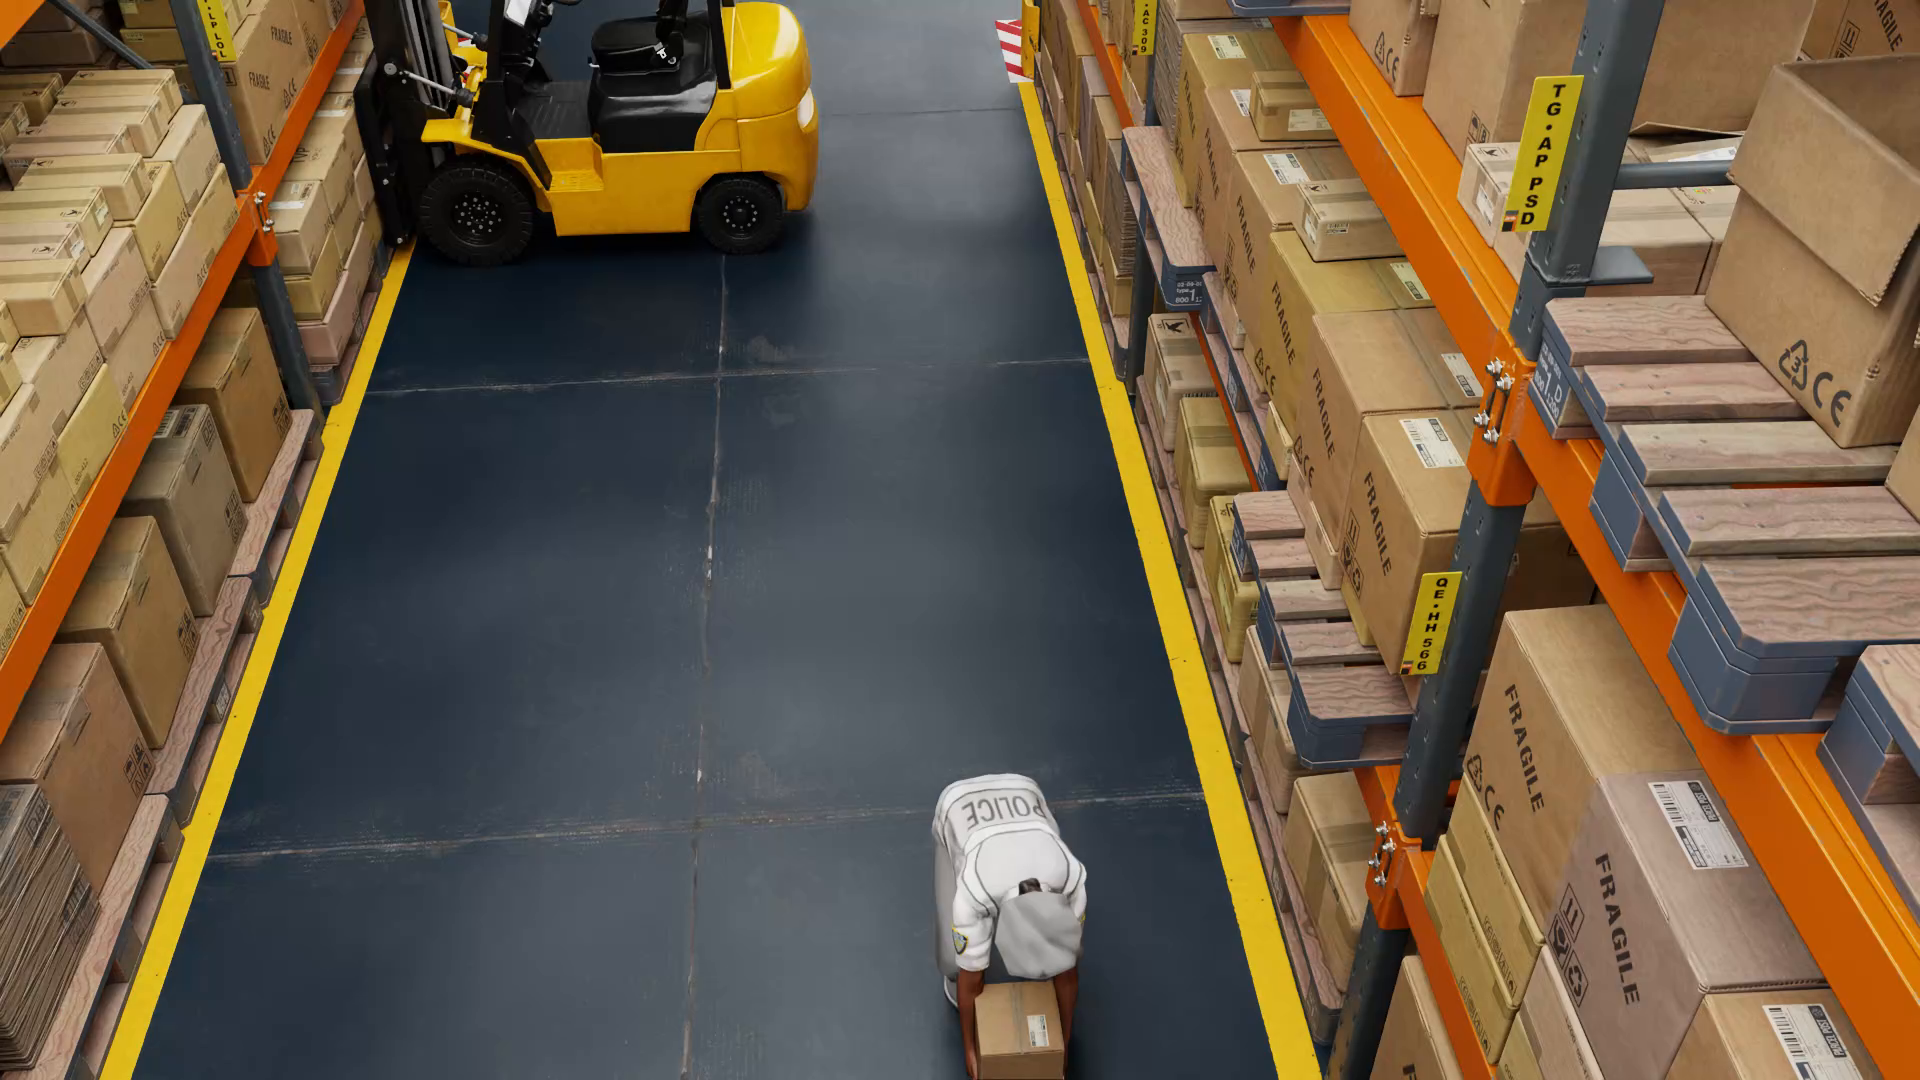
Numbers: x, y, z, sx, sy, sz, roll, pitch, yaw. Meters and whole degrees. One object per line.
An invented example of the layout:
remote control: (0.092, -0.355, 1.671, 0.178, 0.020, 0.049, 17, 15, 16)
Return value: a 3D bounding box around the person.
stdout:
person: (0.155, 1.204, 5.233, 0.470, 0.977, 0.912, -5, 40, -5)
